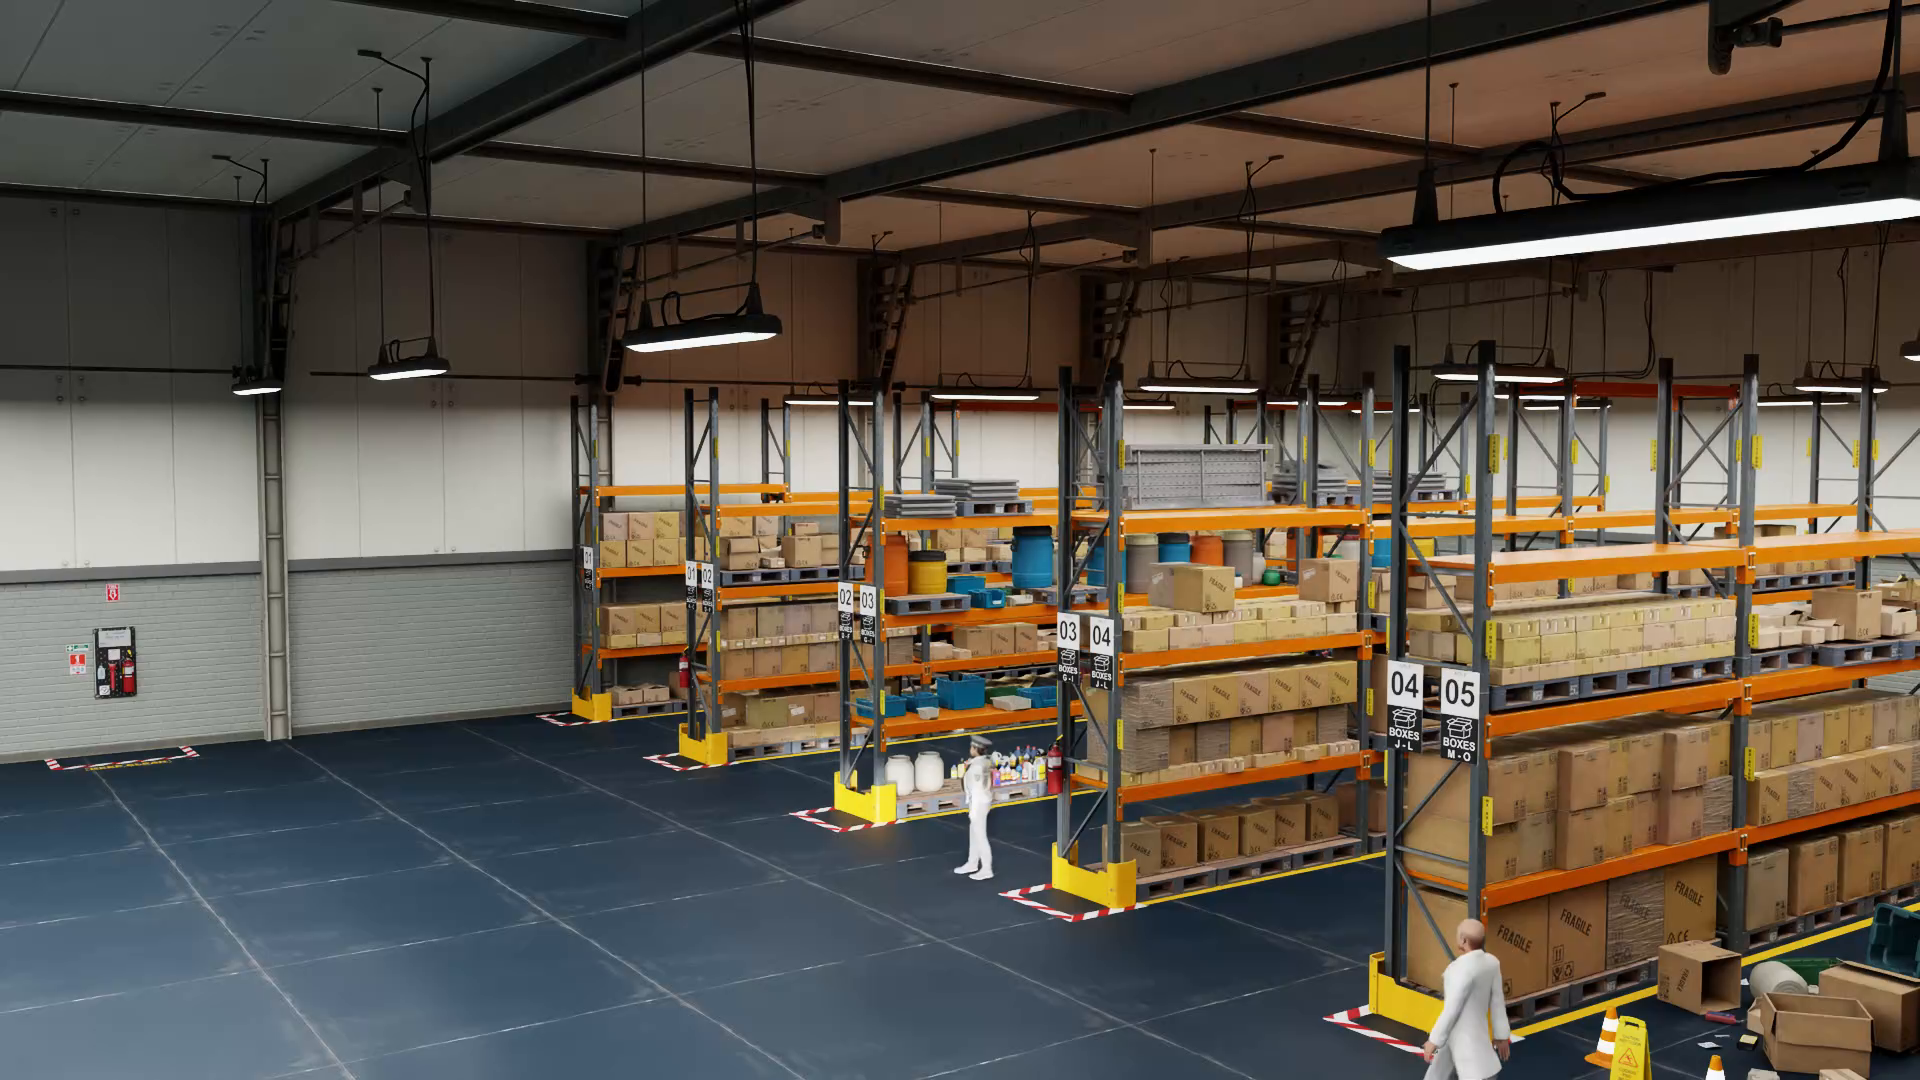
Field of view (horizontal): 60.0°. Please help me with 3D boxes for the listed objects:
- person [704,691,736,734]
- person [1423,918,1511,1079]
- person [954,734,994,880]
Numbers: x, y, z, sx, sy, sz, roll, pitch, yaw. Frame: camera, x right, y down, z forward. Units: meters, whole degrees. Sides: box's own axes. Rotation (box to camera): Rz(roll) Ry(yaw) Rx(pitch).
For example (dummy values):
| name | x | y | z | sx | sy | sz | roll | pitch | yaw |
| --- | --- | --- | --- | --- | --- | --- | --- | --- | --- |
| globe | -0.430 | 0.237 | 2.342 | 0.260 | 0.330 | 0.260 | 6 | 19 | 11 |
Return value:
| name | x | y | z | sx | sy | sz | roll | pitch | yaw |
| --- | --- | --- | --- | --- | --- | --- | --- | --- | --- |
| person | -4.159 | 2.509 | 29.203 | 0.431 | 1.793 | 0.619 | 3 | 4 | 40 |
| person | 3.644 | 3.577 | 11.940 | 1.145 | 1.736 | 0.538 | 1 | 3 | 11 |
| person | 0.148 | 3.143 | 19.623 | 0.516 | 1.700 | 0.489 | 1 | 4 | 16 |
